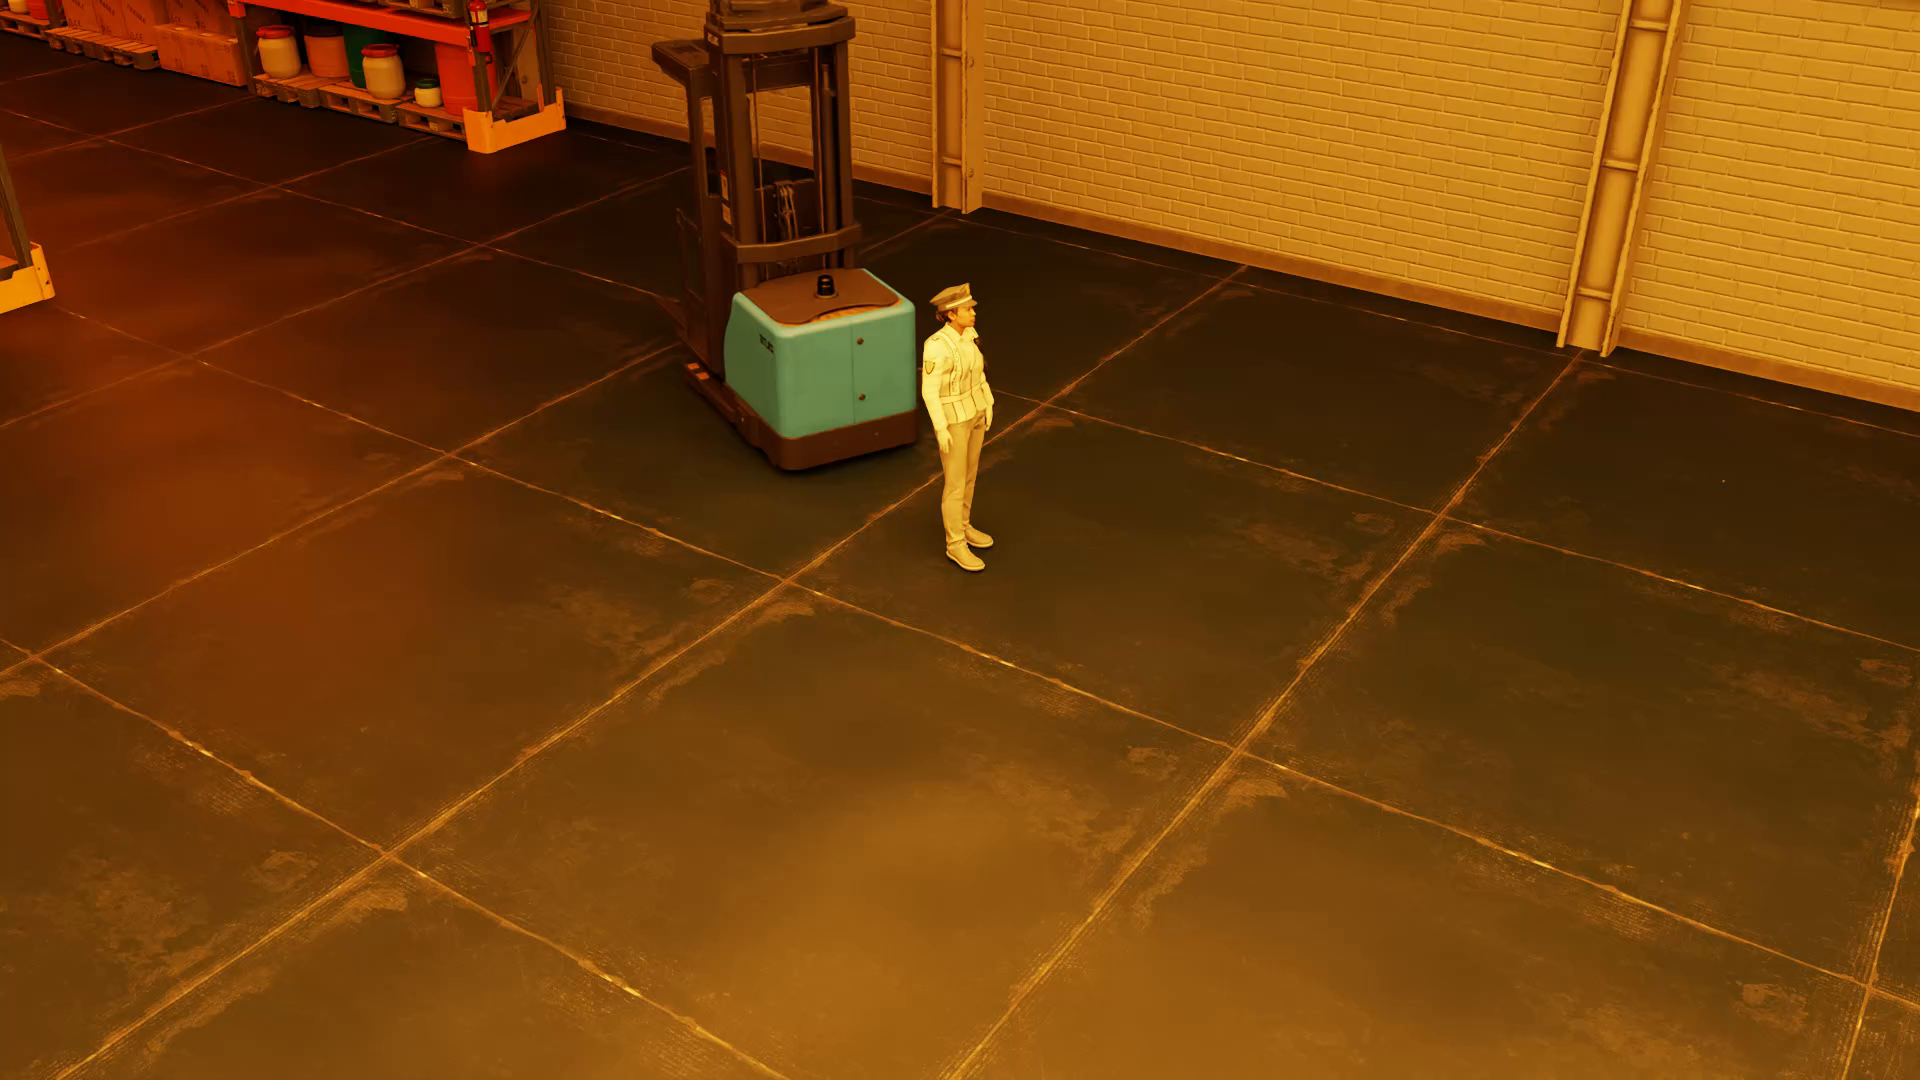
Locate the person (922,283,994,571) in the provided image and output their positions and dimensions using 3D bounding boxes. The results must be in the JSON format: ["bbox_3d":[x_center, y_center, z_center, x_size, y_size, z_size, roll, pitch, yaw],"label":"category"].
[{"bbox_3d":[0.052,-0.718,10.034,0.534,1.696,0.587,19,35,29],"label":"person"}]

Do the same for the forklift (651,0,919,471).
[{"bbox_3d":[-1.434,-2.444,11.789,1.130,2.935,3.031,-15,34,-25],"label":"forklift"}]
